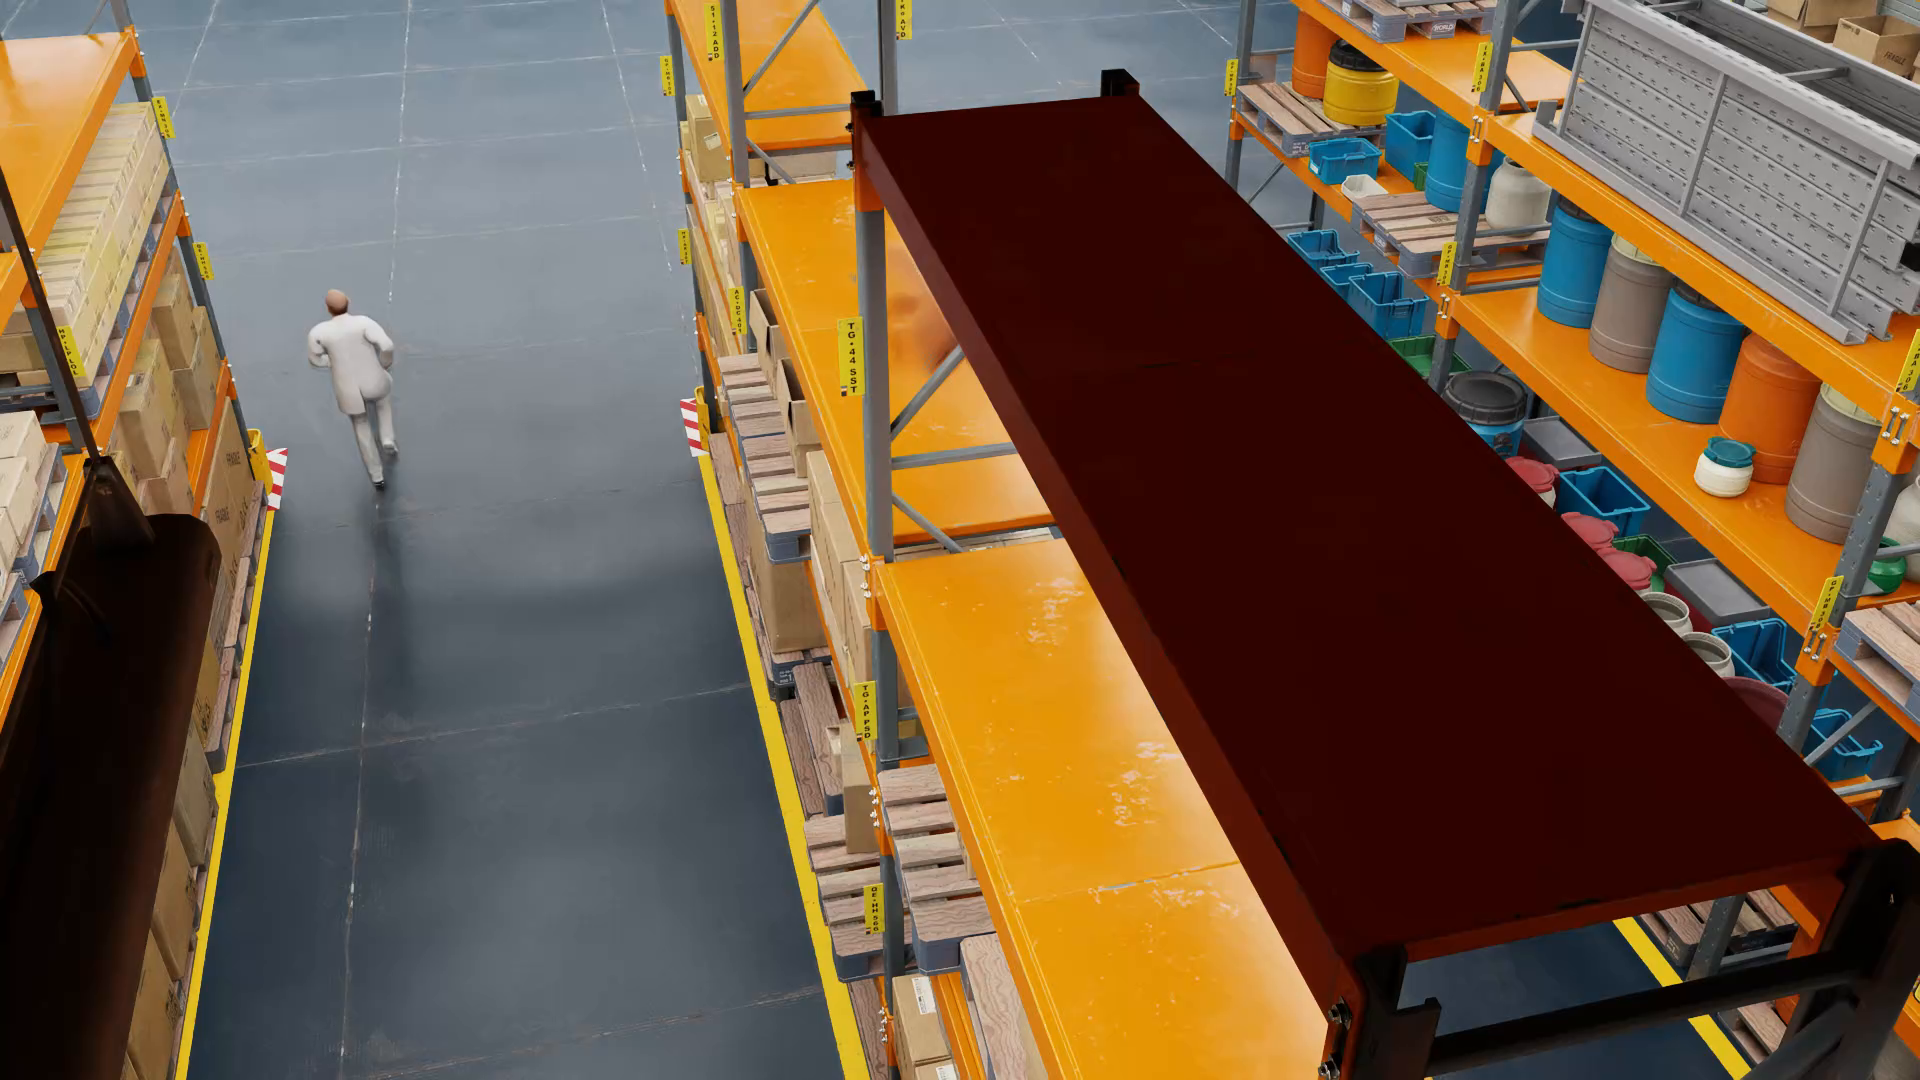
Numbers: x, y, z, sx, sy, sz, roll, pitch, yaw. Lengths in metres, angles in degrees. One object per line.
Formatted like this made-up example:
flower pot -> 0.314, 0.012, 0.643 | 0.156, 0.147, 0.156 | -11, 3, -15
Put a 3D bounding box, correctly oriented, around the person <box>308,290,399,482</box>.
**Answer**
person -> -5.252, -1.362, 14.543 | 0.719, 1.799, 0.720 | -11, 36, -16
